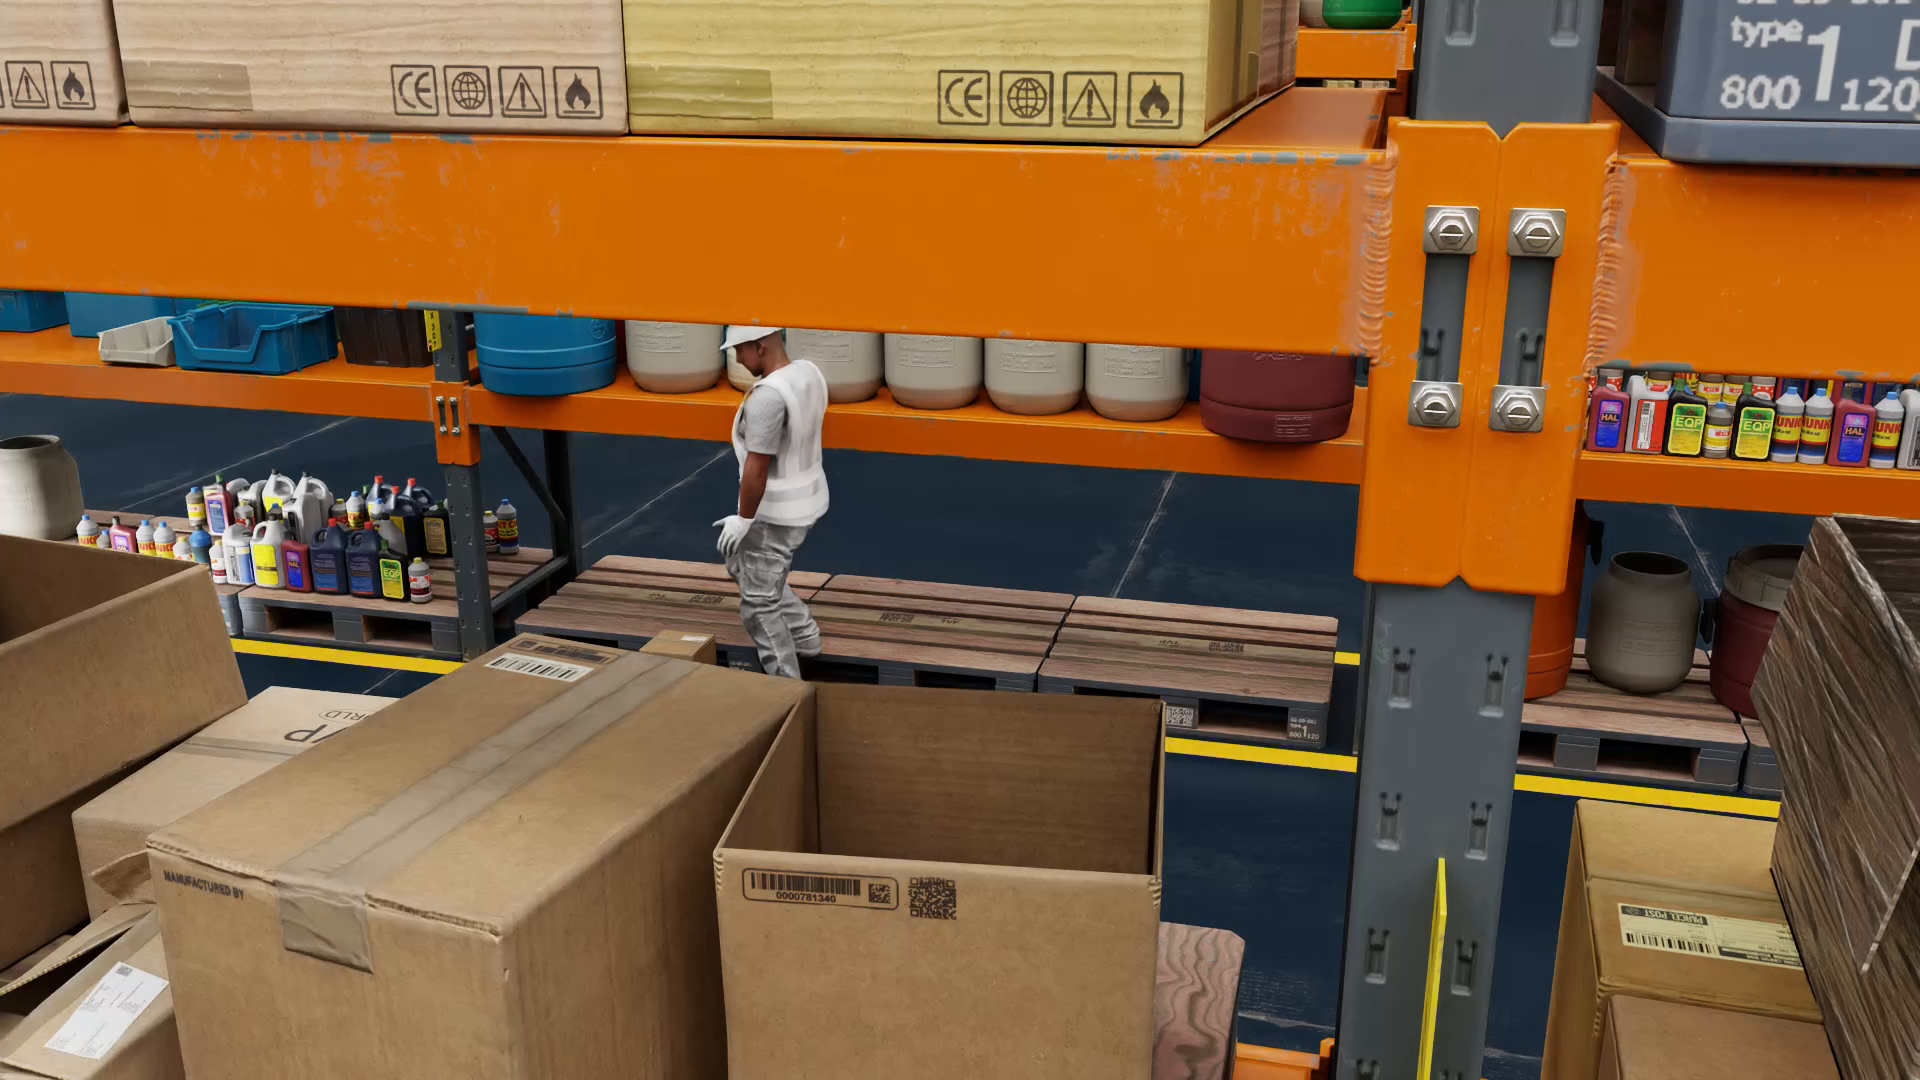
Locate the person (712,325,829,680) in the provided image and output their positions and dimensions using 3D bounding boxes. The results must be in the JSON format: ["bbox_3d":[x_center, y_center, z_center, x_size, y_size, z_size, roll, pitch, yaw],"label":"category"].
[{"bbox_3d":[-0.819,-0.113,6.908,0.506,1.759,0.559,5,19,15],"label":"person"}]
